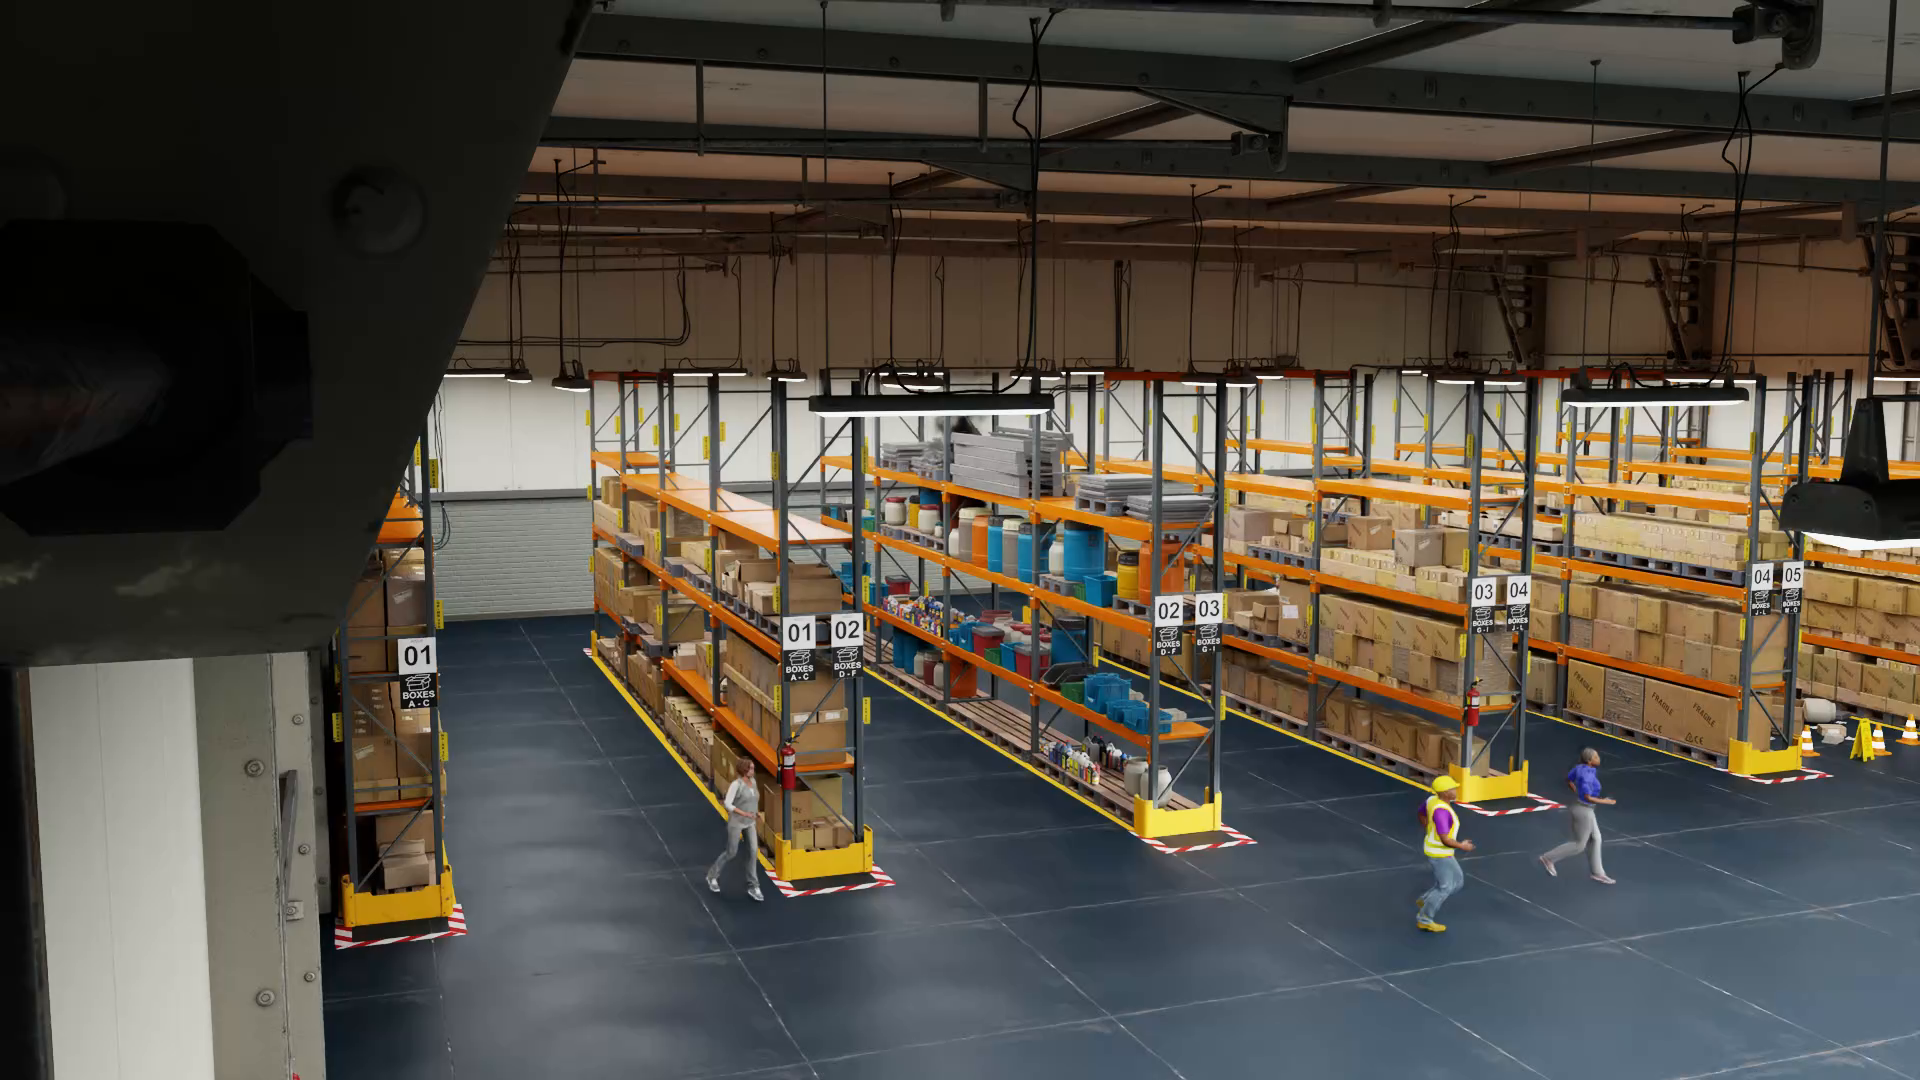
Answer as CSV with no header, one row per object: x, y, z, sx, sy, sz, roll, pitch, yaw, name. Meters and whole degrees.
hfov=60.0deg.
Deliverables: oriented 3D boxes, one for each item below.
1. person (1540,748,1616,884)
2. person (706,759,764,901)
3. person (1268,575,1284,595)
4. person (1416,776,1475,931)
7.421,3.301,19.936,0.908,1.663,0.584,1,6,11,person
-2.523,3.351,19.490,0.829,1.584,0.602,5,8,37,person
6.740,1.573,35.202,0.607,1.705,0.829,-1,7,-12,person
5.335,3.429,18.279,0.591,1.724,0.731,1,6,9,person
